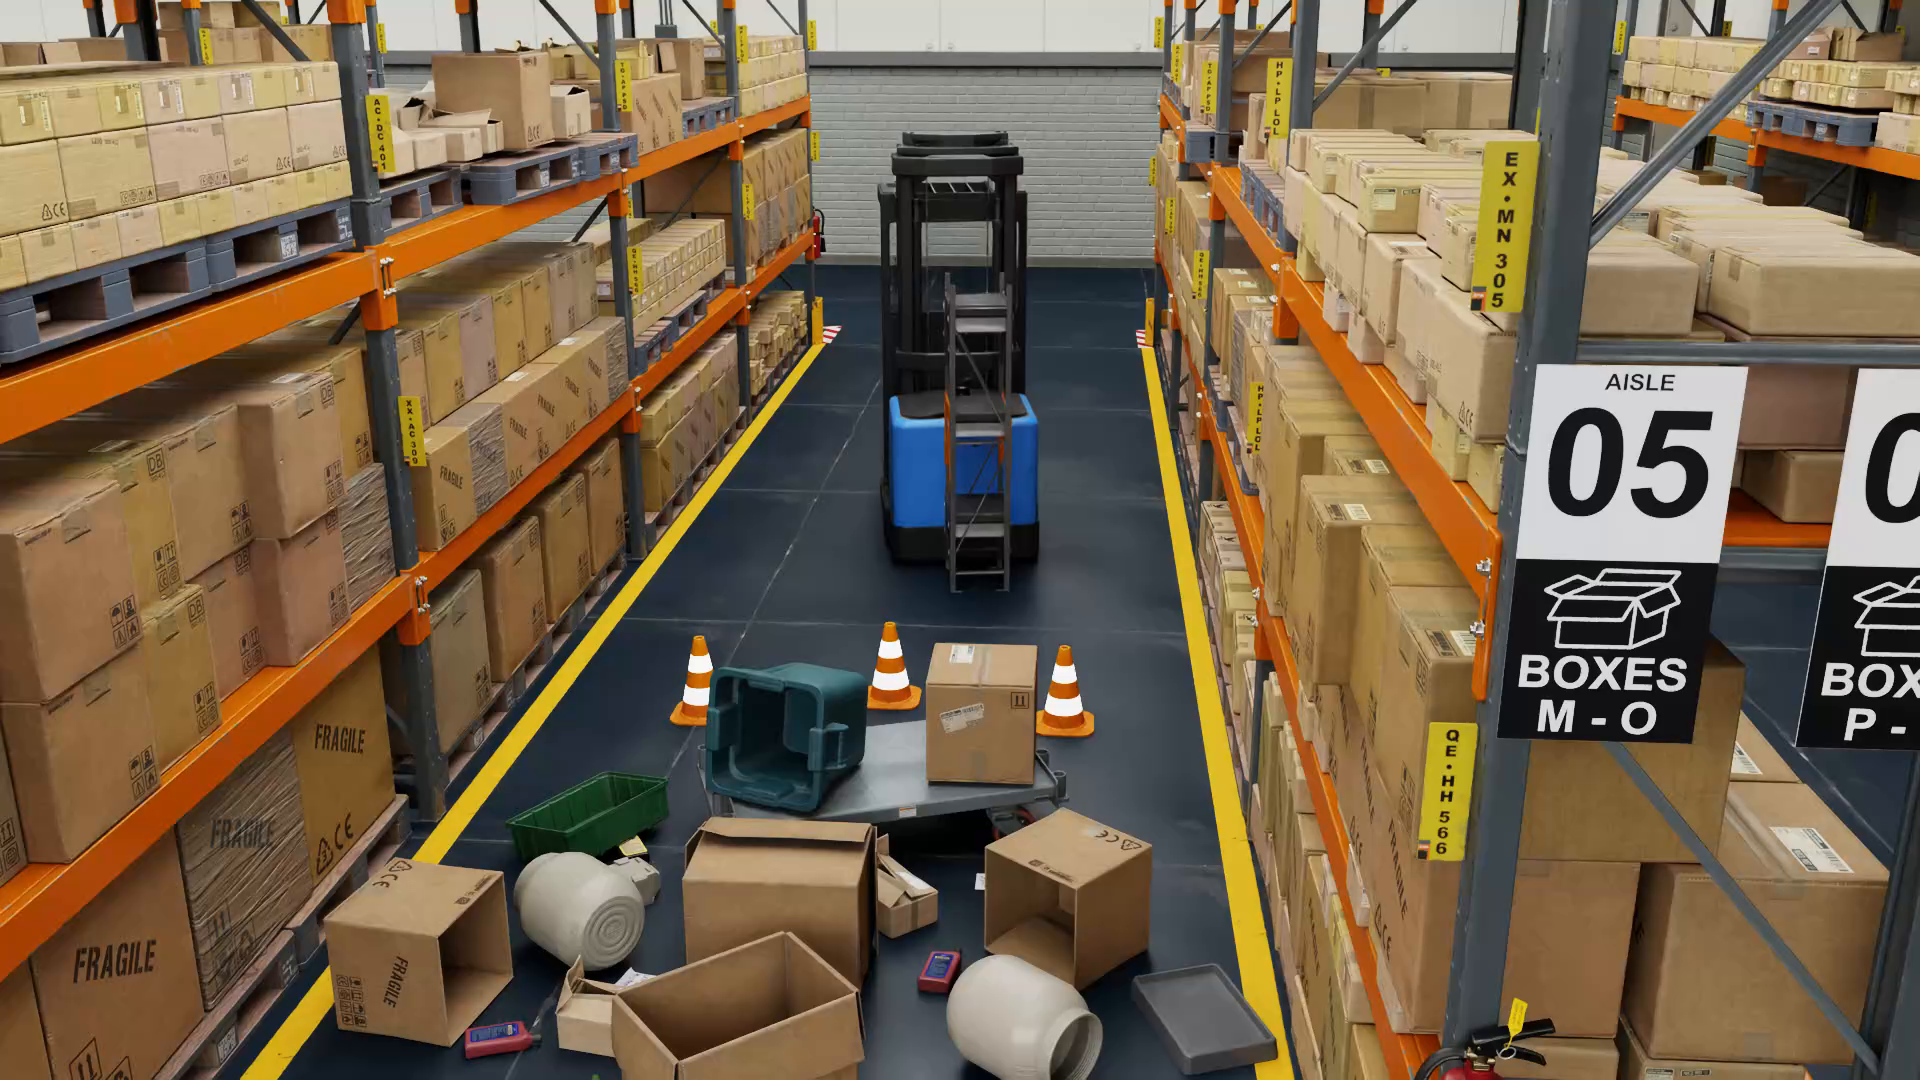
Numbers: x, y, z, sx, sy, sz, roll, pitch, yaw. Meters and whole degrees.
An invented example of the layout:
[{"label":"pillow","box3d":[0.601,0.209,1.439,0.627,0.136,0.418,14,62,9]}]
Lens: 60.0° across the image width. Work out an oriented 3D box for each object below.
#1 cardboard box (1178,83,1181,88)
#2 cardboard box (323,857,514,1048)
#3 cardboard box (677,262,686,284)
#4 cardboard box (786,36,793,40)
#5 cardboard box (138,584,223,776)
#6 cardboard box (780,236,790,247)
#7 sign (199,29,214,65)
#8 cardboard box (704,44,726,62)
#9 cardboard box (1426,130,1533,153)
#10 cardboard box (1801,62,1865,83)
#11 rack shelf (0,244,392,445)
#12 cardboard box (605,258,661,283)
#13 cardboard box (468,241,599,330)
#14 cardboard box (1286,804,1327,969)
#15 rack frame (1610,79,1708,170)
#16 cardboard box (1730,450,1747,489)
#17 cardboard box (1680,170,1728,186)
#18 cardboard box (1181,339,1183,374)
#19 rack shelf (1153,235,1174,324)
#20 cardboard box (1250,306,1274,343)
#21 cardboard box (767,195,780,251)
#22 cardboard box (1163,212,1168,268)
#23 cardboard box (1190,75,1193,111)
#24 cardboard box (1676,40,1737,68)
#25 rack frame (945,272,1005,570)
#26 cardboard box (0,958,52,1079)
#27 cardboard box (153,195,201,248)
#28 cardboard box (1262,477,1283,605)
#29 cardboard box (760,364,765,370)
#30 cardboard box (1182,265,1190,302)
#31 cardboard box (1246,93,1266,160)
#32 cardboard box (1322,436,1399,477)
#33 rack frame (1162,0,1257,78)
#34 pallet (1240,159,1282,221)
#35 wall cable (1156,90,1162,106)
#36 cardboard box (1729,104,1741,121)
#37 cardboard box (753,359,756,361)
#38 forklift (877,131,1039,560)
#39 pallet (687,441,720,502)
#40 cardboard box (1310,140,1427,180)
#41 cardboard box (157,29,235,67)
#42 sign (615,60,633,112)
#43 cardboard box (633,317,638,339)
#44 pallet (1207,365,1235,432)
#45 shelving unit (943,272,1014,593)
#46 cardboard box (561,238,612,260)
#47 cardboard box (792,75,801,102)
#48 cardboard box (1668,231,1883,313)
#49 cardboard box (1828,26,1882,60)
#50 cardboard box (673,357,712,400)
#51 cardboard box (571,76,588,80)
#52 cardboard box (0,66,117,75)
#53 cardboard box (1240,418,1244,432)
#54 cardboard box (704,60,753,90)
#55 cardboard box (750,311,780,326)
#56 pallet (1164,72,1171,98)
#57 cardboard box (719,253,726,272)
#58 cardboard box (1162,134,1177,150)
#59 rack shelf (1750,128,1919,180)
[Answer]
[{"label":"cardboard box","box3d":[2.187,-4.278,15.226,0.396,0.266,0.258,2,18,6]},{"label":"cardboard box","box3d":[-2.145,1.633,6.632,0.500,0.500,0.500,4,19,13]},{"label":"cardboard box","box3d":[-2.430,-2.152,13.424,0.380,0.149,0.250,2,18,6]},{"label":"cardboard box","box3d":[-2.022,-5.382,18.011,0.380,0.149,0.250,2,18,5]},{"label":"cardboard box","box3d":[-3.183,0.488,5.875,0.875,0.550,0.500,1,18,4]},{"label":"cardboard box","box3d":[-2.040,-3.243,17.906,0.380,0.149,0.250,0,18,1]},{"label":"sign","box3d":[-6.882,-4.497,15.176,0.100,0.325,0.005,1,18,4]},{"label":"cardboard box","box3d":[-2.222,-4.409,15.043,0.380,0.149,0.250,1,18,3]},{"label":"cardboard box","box3d":[2.082,-1.561,6.676,0.380,0.149,0.250,2,18,5]},{"label":"cardboard box","box3d":[6.952,-3.723,13.242,0.380,0.149,0.250,1,18,3]},{"label":"rack shelf","box3d":[-3.201,-0.521,5.534,1.077,0.370,4.000,1,18,4]},{"label":"cardboard box","box3d":[-2.486,-2.045,12.620,0.380,0.149,0.250,1,18,2]},{"label":"cardboard box","box3d":[-2.813,-1.684,10.980,0.700,0.500,0.500,1,18,4]},{"label":"cardboard box","box3d":[1.510,1.276,6.249,0.500,0.500,0.500,2,18,7]},{"label":"rack frame","box3d":[7.698,-3.597,18.582,1.000,3.000,0.127,1,18,4]},{"label":"cardboard box","box3d":[1.877,-0.222,3.871,0.380,0.149,0.250,1,18,2]},{"label":"cardboard box","box3d":[7.290,-3.422,16.609,0.500,0.500,0.500,2,18,5]},{"label":"cardboard box","box3d":[2.676,-1.917,16.896,0.875,0.438,0.875,1,18,2]},{"label":"rack shelf","box3d":[2.604,-2.743,17.133,1.077,0.370,4.000,1,18,4]},{"label":"cardboard box","box3d":[1.727,-1.125,8.683,0.380,0.149,0.250,1,18,2]},{"label":"cardboard box","box3d":[-2.097,-3.190,16.702,0.500,0.500,0.500,1,18,3]},{"label":"cardboard box","box3d":[2.292,-2.978,16.533,0.500,0.500,0.500,1,18,3]},{"label":"cardboard box","box3d":[1.980,-3.466,12.906,0.396,0.266,0.258,3,18,8]},{"label":"cardboard box","box3d":[7.312,-4.725,16.169,0.500,0.250,0.500,2,18,5]},{"label":"rack frame","box3d":[0.099,-0.793,11.471,0.400,2.100,0.015,-1,18,-4]},{"label":"cardboard box","box3d":[-3.362,1.782,4.906,0.875,0.875,0.875,1,18,4]},{"label":"cardboard box","box3d":[-2.854,-1.096,5.701,0.380,0.149,0.250,1,18,3]},{"label":"cardboard box","box3d":[1.577,-0.038,7.083,0.500,0.500,0.500,1,18,4]},{"label":"cardboard box","box3d":[-2.152,-1.655,16.560,0.380,0.149,0.250,1,18,4]},{"label":"cardboard box","box3d":[2.041,-2.024,13.221,0.500,0.250,0.500,1,18,2]},{"label":"cardboard box","box3d":[2.096,-2.401,9.954,0.700,0.500,0.500,1,18,4]},{"label":"cardboard box","box3d":[1.571,-0.034,5.466,0.700,0.500,0.500,1,18,4]},{"label":"rack frame","box3d":[2.747,-6.557,17.983,1.000,3.000,0.127,1,18,4]},{"label":"pallet","box3d":[2.109,-1.827,8.666,1.213,0.211,1.003,1,18,4]},{"label":"wall cable","box3d":[3.128,-5.956,24.100,0.585,1.953,0.123,1,18,4]},{"label":"cardboard box","box3d":[7.164,-3.855,14.956,0.380,0.149,0.250,1,18,4]},{"label":"cardboard box","box3d":[-2.210,-1.715,16.267,0.380,0.149,0.250,1,18,4]},{"label":"forklift","box3d":[-0.065,-1.664,12.793,1.130,2.935,3.031,-1,18,-4]},{"label":"pallet","box3d":[-2.623,-0.596,13.904,1.003,0.211,1.213,1,18,4]},{"label":"cardboard box","box3d":[1.521,-1.411,6.216,0.380,0.149,0.250,1,18,2]},{"label":"cardboard box","box3d":[-7.428,-4.650,15.983,0.700,0.500,0.500,0,18,1]},{"label":"sign","box3d":[-2.218,-2.995,10.970,0.100,0.325,0.005,1,18,4]},{"label":"cardboard box","box3d":[-2.537,-1.515,11.960,0.380,0.149,0.250,1,18,3]},{"label":"pallet","box3d":[2.229,-0.907,10.681,1.213,0.211,1.003,1,18,4]},{"label":"shelving unit","box3d":[0.117,-0.717,11.240,0.431,2.100,0.503,-1,18,-4]},{"label":"cardboard box","box3d":[-3.063,-2.392,13.681,0.380,0.149,0.250,2,18,6]},{"label":"cardboard box","box3d":[-1.995,-4.834,17.781,0.500,0.250,0.500,1,18,4]},{"label":"cardboard box","box3d":[1.831,-0.607,3.762,0.380,0.149,0.250,1,18,4]},{"label":"cardboard box","box3d":[7.458,-4.149,13.877,0.396,0.266,0.258,1,18,3]},{"label":"cardboard box","box3d":[-2.359,-1.350,13.863,0.500,0.250,0.500,0,18,1]},{"label":"cardboard box","box3d":[-2.960,-3.112,12.126,0.500,0.500,0.500,1,18,4]},{"label":"cardboard box","box3d":[-3.458,-1.727,6.348,0.380,0.149,0.250,1,18,3]},{"label":"cardboard box","box3d":[1.801,-0.704,9.484,0.380,0.149,0.250,2,18,6]},{"label":"cardboard box","box3d":[-2.210,-4.279,15.285,0.500,0.250,0.500,2,18,6]},{"label":"cardboard box","box3d":[-2.125,-2.340,17.695,0.380,0.149,0.250,1,18,2]},{"label":"pallet","box3d":[2.704,-4.859,17.760,1.003,0.211,1.213,1,18,4]},{"label":"cardboard box","box3d":[-2.315,-2.496,14.951,0.380,0.149,0.250,1,18,3]},{"label":"cardboard box","box3d":[2.365,-4.272,17.835,0.380,0.149,0.250,2,18,6]},{"label":"rack shelf","box3d":[7.268,-2.817,12.540,1.077,0.370,4.000,1,18,4]}]
